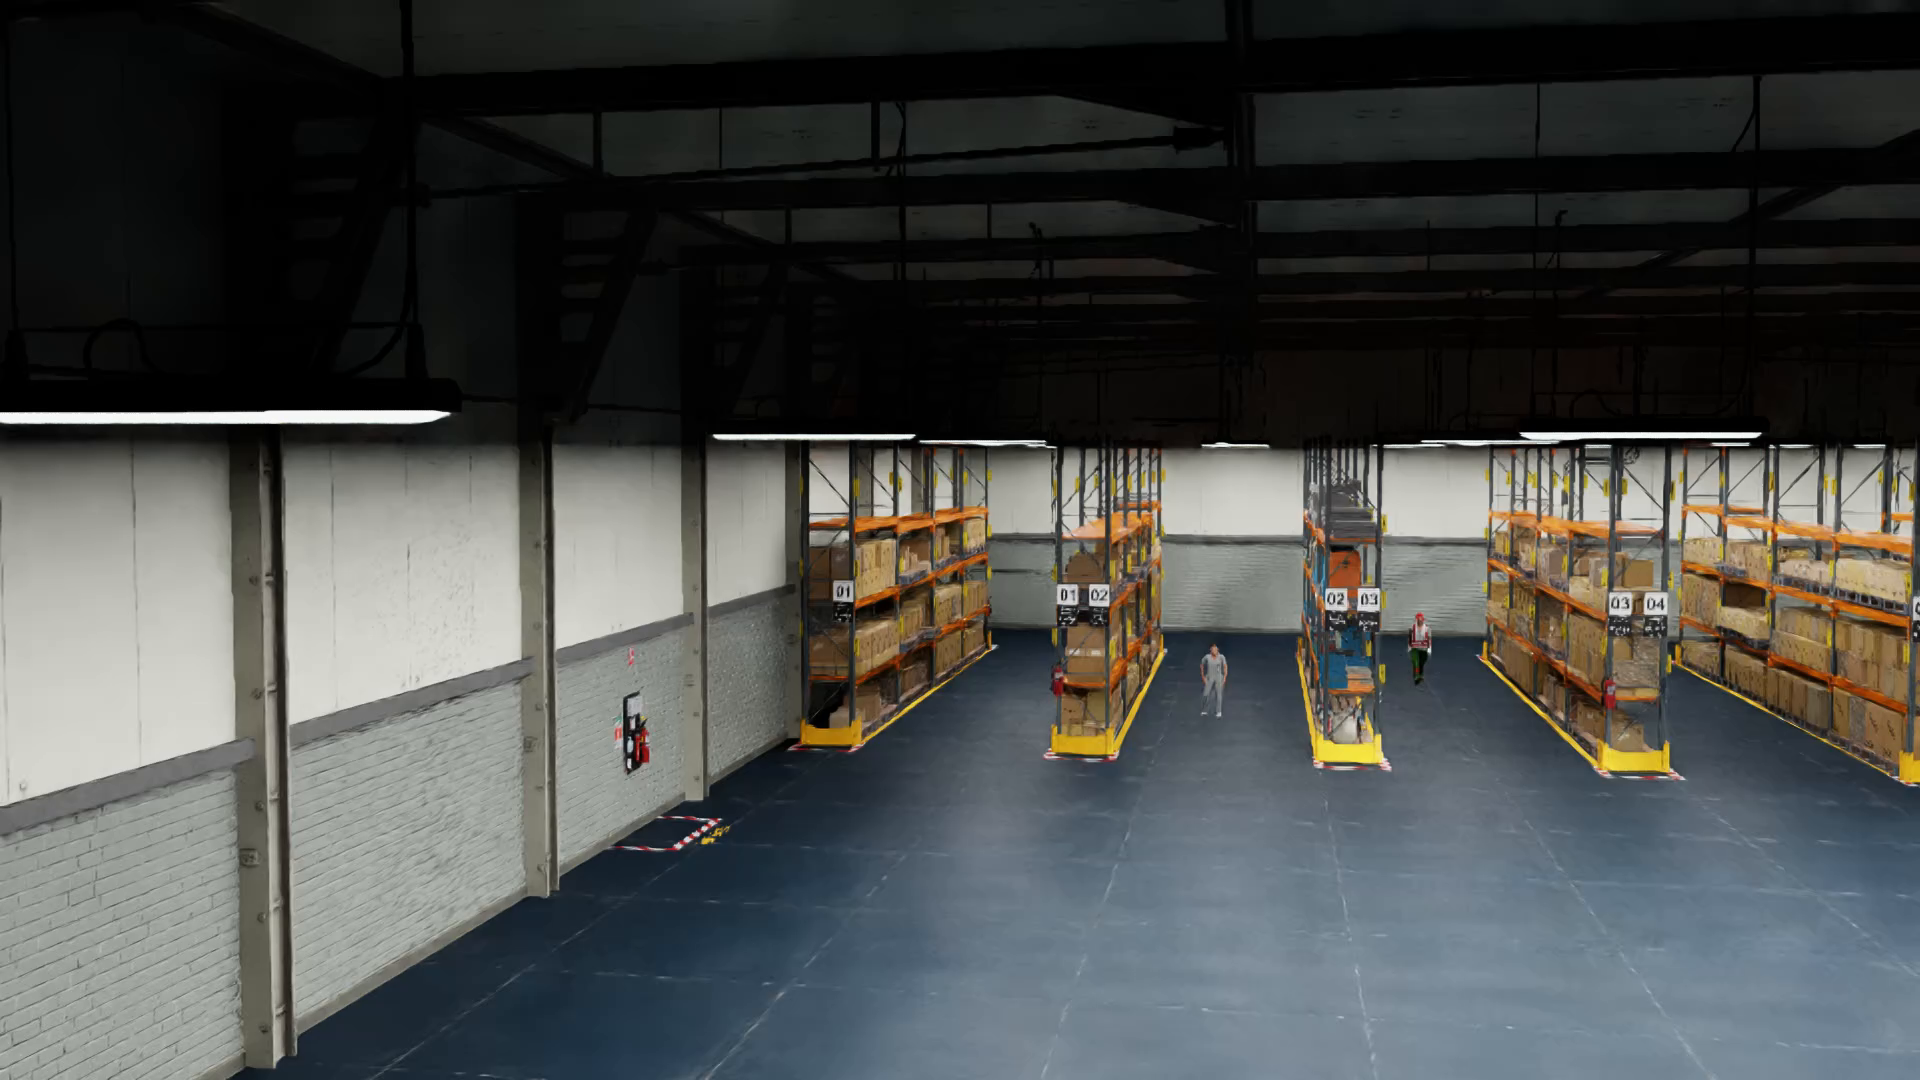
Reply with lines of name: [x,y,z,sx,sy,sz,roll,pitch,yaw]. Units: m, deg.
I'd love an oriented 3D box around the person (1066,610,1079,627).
person: [3.139,2.332,46.067,0.469,1.757,0.642,-1,3,-14]

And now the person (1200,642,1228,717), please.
person: [5.448,2.990,35.691,0.580,1.618,0.507,0,3,9]

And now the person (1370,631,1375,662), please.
person: [11.096,2.457,44.984,0.543,1.648,1.115,1,3,12]

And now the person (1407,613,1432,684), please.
person: [11.306,2.636,40.858,0.561,1.706,1.084,0,3,9]
